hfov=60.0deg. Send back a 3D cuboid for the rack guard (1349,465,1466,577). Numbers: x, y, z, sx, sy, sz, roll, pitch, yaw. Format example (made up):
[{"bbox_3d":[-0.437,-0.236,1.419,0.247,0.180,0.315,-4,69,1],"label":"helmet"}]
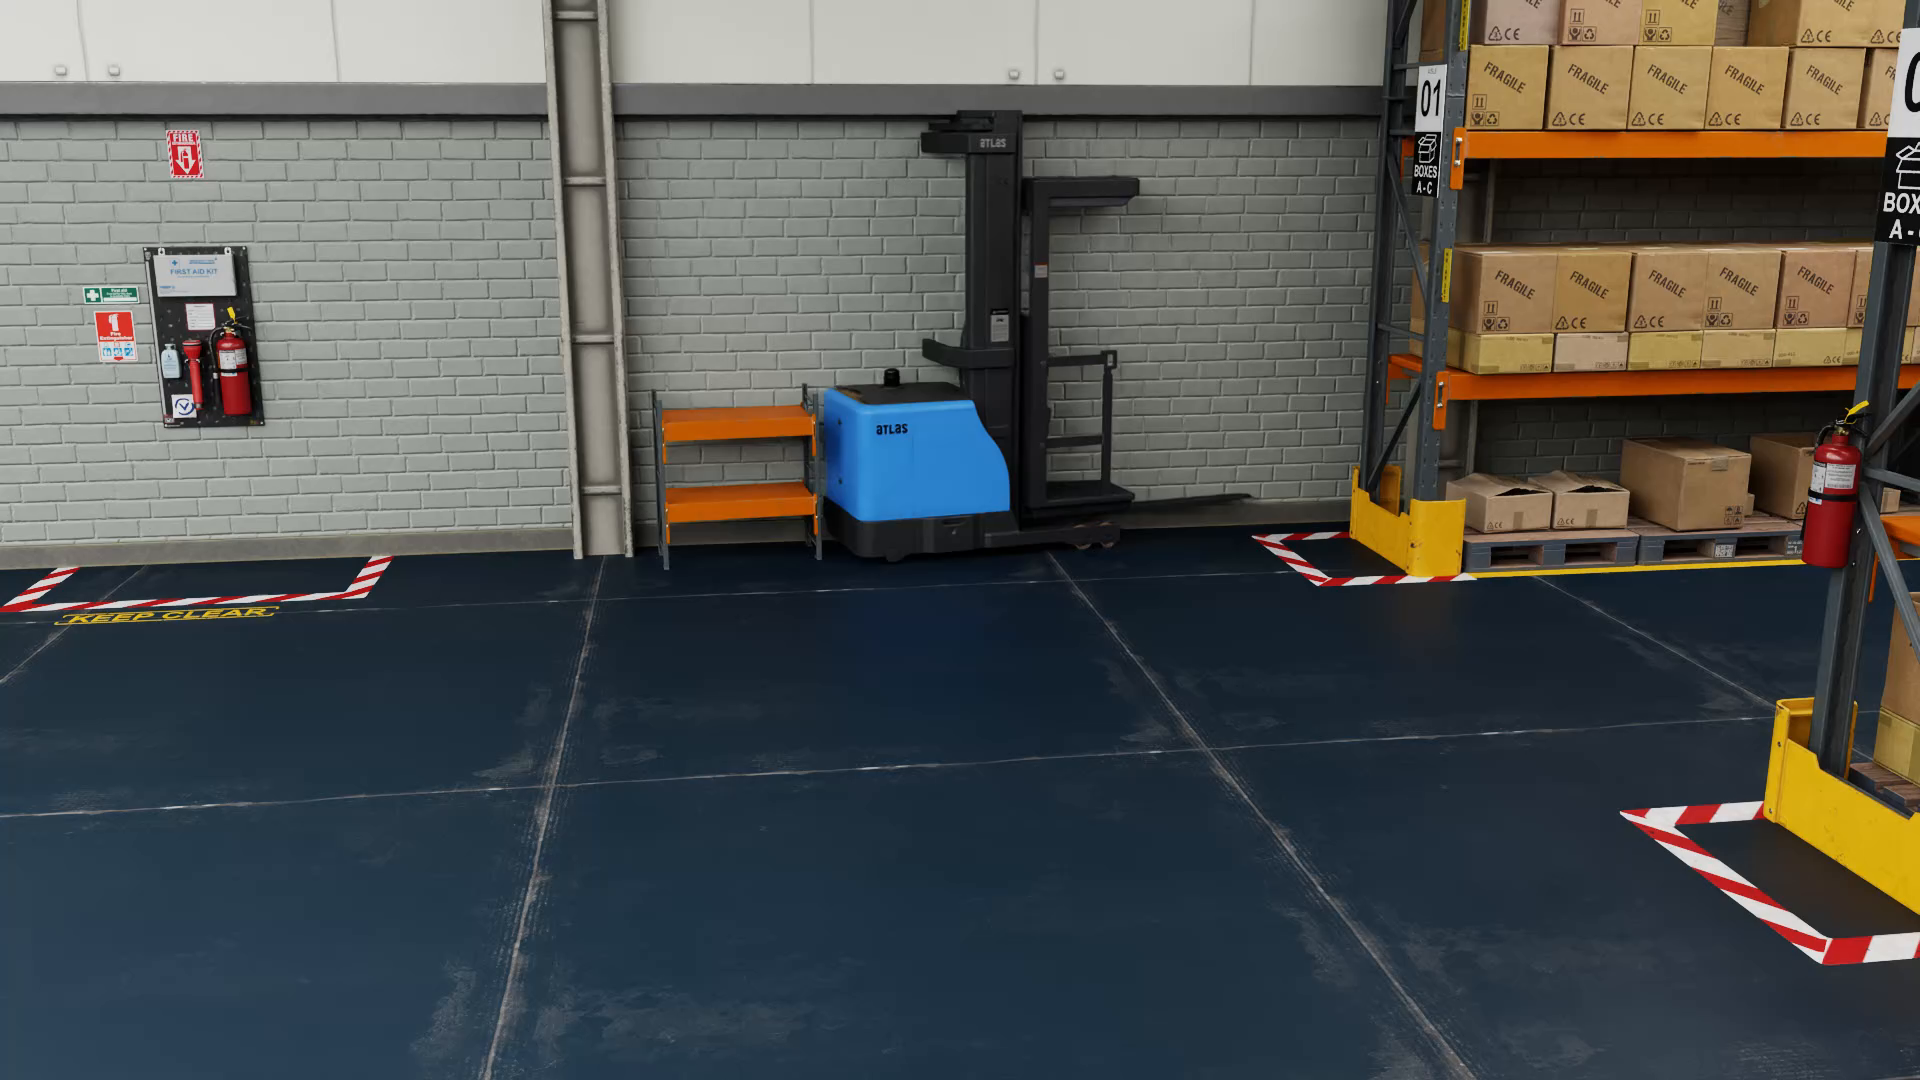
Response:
[{"bbox_3d":[3.016,-0.145,11.274,0.348,0.500,1.175,-2,14,-8],"label":"rack guard"}]

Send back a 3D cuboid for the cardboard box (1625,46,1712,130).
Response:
[{"bbox_3d":[4.358,-2.851,10.510,0.500,0.500,0.500,-1,14,-6],"label":"cardboard box"}]

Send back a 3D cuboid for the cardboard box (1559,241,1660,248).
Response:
[{"bbox_3d":[4.385,-1.760,11.298,0.500,0.500,0.500,-2,14,-10],"label":"cardboard box"}]

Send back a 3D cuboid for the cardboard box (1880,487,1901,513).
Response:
[{"bbox_3d":[6.372,-0.313,11.722,0.250,0.166,0.380,-4,15,-16],"label":"cardboard box"}]

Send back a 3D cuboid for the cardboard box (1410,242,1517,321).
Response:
[{"bbox_3d":[3.375,-1.724,11.155,0.500,0.500,0.500,-2,14,-9],"label":"cardboard box"}]

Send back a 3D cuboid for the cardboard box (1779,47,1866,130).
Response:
[{"bbox_3d":[5.390,-2.891,10.670,0.500,0.500,0.500,-3,14,-11],"label":"cardboard box"}]

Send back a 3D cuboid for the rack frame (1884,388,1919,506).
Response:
[{"bbox_3d":[6.896,-1.500,11.537,0.127,3.000,1.000,-2,14,-8],"label":"rack frame"}]

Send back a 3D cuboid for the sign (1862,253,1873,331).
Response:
[{"bbox_3d":[3.616,-0.971,6.561,0.005,0.325,0.100,-2,14,-8],"label":"sign"}]

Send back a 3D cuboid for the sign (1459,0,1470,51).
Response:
[{"bbox_3d":[3.022,-3.103,9.967,0.005,0.325,0.100,-2,14,-8],"label":"sign"}]

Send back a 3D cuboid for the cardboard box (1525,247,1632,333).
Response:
[{"bbox_3d":[3.948,-1.616,10.726,0.500,0.500,0.500,-2,14,-8],"label":"cardboard box"}]

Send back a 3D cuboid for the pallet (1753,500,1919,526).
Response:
[{"bbox_3d":[6.237,-0.115,11.745,1.213,0.211,1.003,-2,14,-8],"label":"pallet"}]

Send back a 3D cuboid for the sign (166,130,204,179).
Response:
[{"bbox_3d":[-4.901,-2.439,10.515,0.199,0.298,0.001,-2,14,-8],"label":"sign"}]

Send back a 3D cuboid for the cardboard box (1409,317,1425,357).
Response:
[{"bbox_3d":[3.374,-1.356,11.228,0.500,0.250,0.500,-2,14,-7],"label":"cardboard box"}]

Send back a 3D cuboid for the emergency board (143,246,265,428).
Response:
[{"bbox_3d":[-4.878,-1.291,10.702,0.643,1.169,0.194,-2,14,-8],"label":"emergency board"}]

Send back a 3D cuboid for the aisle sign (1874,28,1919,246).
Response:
[{"bbox_3d":[3.574,-1.493,6.164,0.004,0.787,0.394,-2,14,-8],"label":"aisle sign"}]

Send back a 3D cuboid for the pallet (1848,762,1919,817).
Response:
[{"bbox_3d":[4.433,1.151,6.698,1.213,0.211,1.003,-2,14,-8],"label":"pallet"}]

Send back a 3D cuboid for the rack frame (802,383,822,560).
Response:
[{"bbox_3d":[-1.006,-0.469,11.281,0.032,1.125,0.500,-4,15,-14],"label":"rack frame"}]

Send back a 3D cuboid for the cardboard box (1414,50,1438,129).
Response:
[{"bbox_3d":[3.316,-2.944,10.883,0.500,0.500,0.500,-1,14,-4],"label":"cardboard box"}]

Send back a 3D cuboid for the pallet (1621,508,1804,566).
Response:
[{"bbox_3d":[5.028,-0.070,11.566,1.213,0.211,1.003,-2,14,-8],"label":"pallet"}]

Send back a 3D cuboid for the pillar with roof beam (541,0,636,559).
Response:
[{"bbox_3d":[-1.787,-3.245,6.164,0.400,9.000,9.100,-2,14,-8],"label":"pillar with roof beam"}]

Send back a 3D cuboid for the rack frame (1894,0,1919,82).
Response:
[{"bbox_3d":[3.683,-3.074,5.478,0.127,3.000,1.000,-2,14,-8],"label":"rack frame"}]

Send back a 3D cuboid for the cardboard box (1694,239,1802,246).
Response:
[{"bbox_3d":[5.395,-1.799,11.456,0.500,0.500,0.500,-2,14,-7],"label":"cardboard box"}]

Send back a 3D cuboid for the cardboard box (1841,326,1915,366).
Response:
[{"bbox_3d":[5.979,-1.331,11.129,0.500,0.250,0.500,-2,14,-8],"label":"cardboard box"}]

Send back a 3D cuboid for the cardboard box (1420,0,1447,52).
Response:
[{"bbox_3d":[3.328,-3.432,10.771,0.500,0.500,0.500,-1,14,-6],"label":"cardboard box"}]

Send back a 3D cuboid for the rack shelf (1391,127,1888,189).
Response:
[{"bbox_3d":[4.919,-2.534,10.970,4.000,0.370,1.077,-2,14,-8],"label":"rack shelf"}]

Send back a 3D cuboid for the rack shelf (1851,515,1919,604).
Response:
[{"bbox_3d":[5.660,0.113,6.585,4.000,0.370,1.077,-2,14,-8],"label":"rack shelf"}]

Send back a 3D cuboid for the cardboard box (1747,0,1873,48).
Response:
[{"bbox_3d":[5.386,-3.371,10.528,0.500,0.500,0.500,-3,14,-10],"label":"cardboard box"}]

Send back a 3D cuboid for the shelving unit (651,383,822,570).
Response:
[{"bbox_3d":[-1.498,-0.439,11.158,1.048,1.125,0.538,-4,15,-14],"label":"shelving unit"}]

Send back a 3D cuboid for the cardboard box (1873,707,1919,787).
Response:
[{"bbox_3d":[4.169,0.876,6.852,0.500,0.250,0.500,-2,14,-8],"label":"cardboard box"}]

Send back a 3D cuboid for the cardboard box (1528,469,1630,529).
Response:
[{"bbox_3d":[4.202,-0.288,11.328,0.500,0.311,0.500,-1,14,-4],"label":"cardboard box"}]

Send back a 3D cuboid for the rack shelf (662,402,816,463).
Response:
[{"bbox_3d":[-1.498,-0.723,11.087,1.000,0.278,0.538,-4,15,-14],"label":"rack shelf"}]

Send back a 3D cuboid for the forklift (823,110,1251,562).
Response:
[{"bbox_3d":[0.585,-1.475,11.579,3.031,2.935,1.130,-5,15,-20],"label":"forklift"}]

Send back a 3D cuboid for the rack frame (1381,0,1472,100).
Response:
[{"bbox_3d":[2.941,-4.265,10.229,0.127,3.000,1.000,-2,14,-8],"label":"rack frame"}]

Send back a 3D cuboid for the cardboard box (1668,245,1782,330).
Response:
[{"bbox_3d":[4.969,-1.655,10.881,0.500,0.500,0.500,-2,14,-7],"label":"cardboard box"}]

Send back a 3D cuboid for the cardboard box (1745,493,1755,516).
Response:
[{"bbox_3d":[5.312,-0.277,11.618,0.250,0.149,0.380,-3,14,-13],"label":"cardboard box"}]

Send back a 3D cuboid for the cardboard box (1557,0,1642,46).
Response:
[{"bbox_3d":[3.862,-3.315,10.304,0.500,0.500,0.500,-2,14,-9],"label":"cardboard box"}]

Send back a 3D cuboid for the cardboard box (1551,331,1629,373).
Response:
[{"bbox_3d":[3.982,-1.256,10.829,0.500,0.250,0.500,-3,14,-10],"label":"cardboard box"}]

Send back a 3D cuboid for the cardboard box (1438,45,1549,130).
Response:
[{"bbox_3d":[3.309,-2.820,10.388,0.500,0.500,0.500,-2,14,-7],"label":"cardboard box"}]

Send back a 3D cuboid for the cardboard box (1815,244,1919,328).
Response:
[{"bbox_3d":[5.982,-1.690,11.019,0.500,0.500,0.500,-2,14,-9],"label":"cardboard box"}]

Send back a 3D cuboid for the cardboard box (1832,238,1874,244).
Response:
[{"bbox_3d":[6.400,-1.834,11.594,0.500,0.500,0.500,-2,14,-10],"label":"cardboard box"}]

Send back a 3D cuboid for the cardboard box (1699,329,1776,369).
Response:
[{"bbox_3d":[4.987,-1.290,10.968,0.500,0.250,0.500,-2,14,-8],"label":"cardboard box"}]
